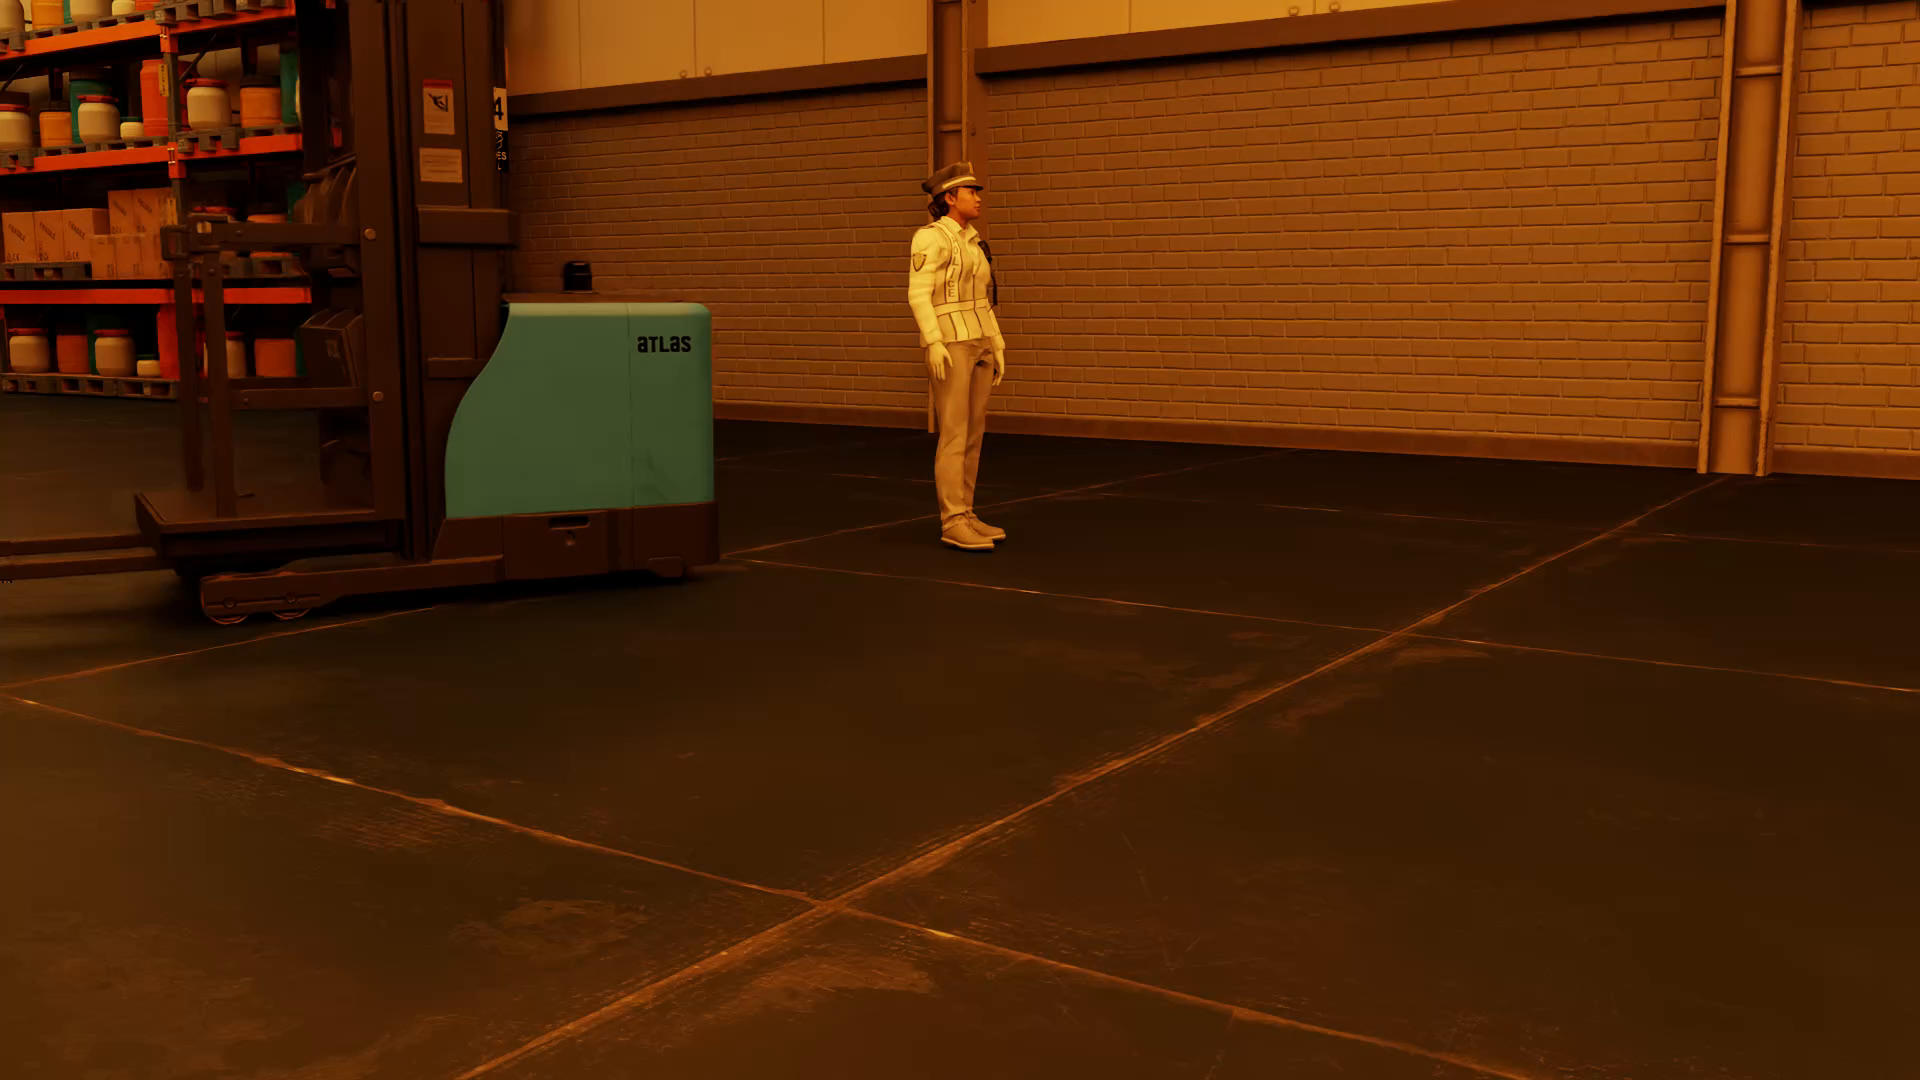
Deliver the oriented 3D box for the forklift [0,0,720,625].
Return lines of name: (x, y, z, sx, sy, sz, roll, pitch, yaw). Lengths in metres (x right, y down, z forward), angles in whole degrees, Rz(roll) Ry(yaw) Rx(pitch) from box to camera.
forklift: (-2.478, -1.249, 5.978, 3.031, 2.935, 1.130, -5, 9, -30)

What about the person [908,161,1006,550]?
person: (0.053, -0.840, 7.439, 0.530, 1.694, 0.586, 5, 10, 34)
